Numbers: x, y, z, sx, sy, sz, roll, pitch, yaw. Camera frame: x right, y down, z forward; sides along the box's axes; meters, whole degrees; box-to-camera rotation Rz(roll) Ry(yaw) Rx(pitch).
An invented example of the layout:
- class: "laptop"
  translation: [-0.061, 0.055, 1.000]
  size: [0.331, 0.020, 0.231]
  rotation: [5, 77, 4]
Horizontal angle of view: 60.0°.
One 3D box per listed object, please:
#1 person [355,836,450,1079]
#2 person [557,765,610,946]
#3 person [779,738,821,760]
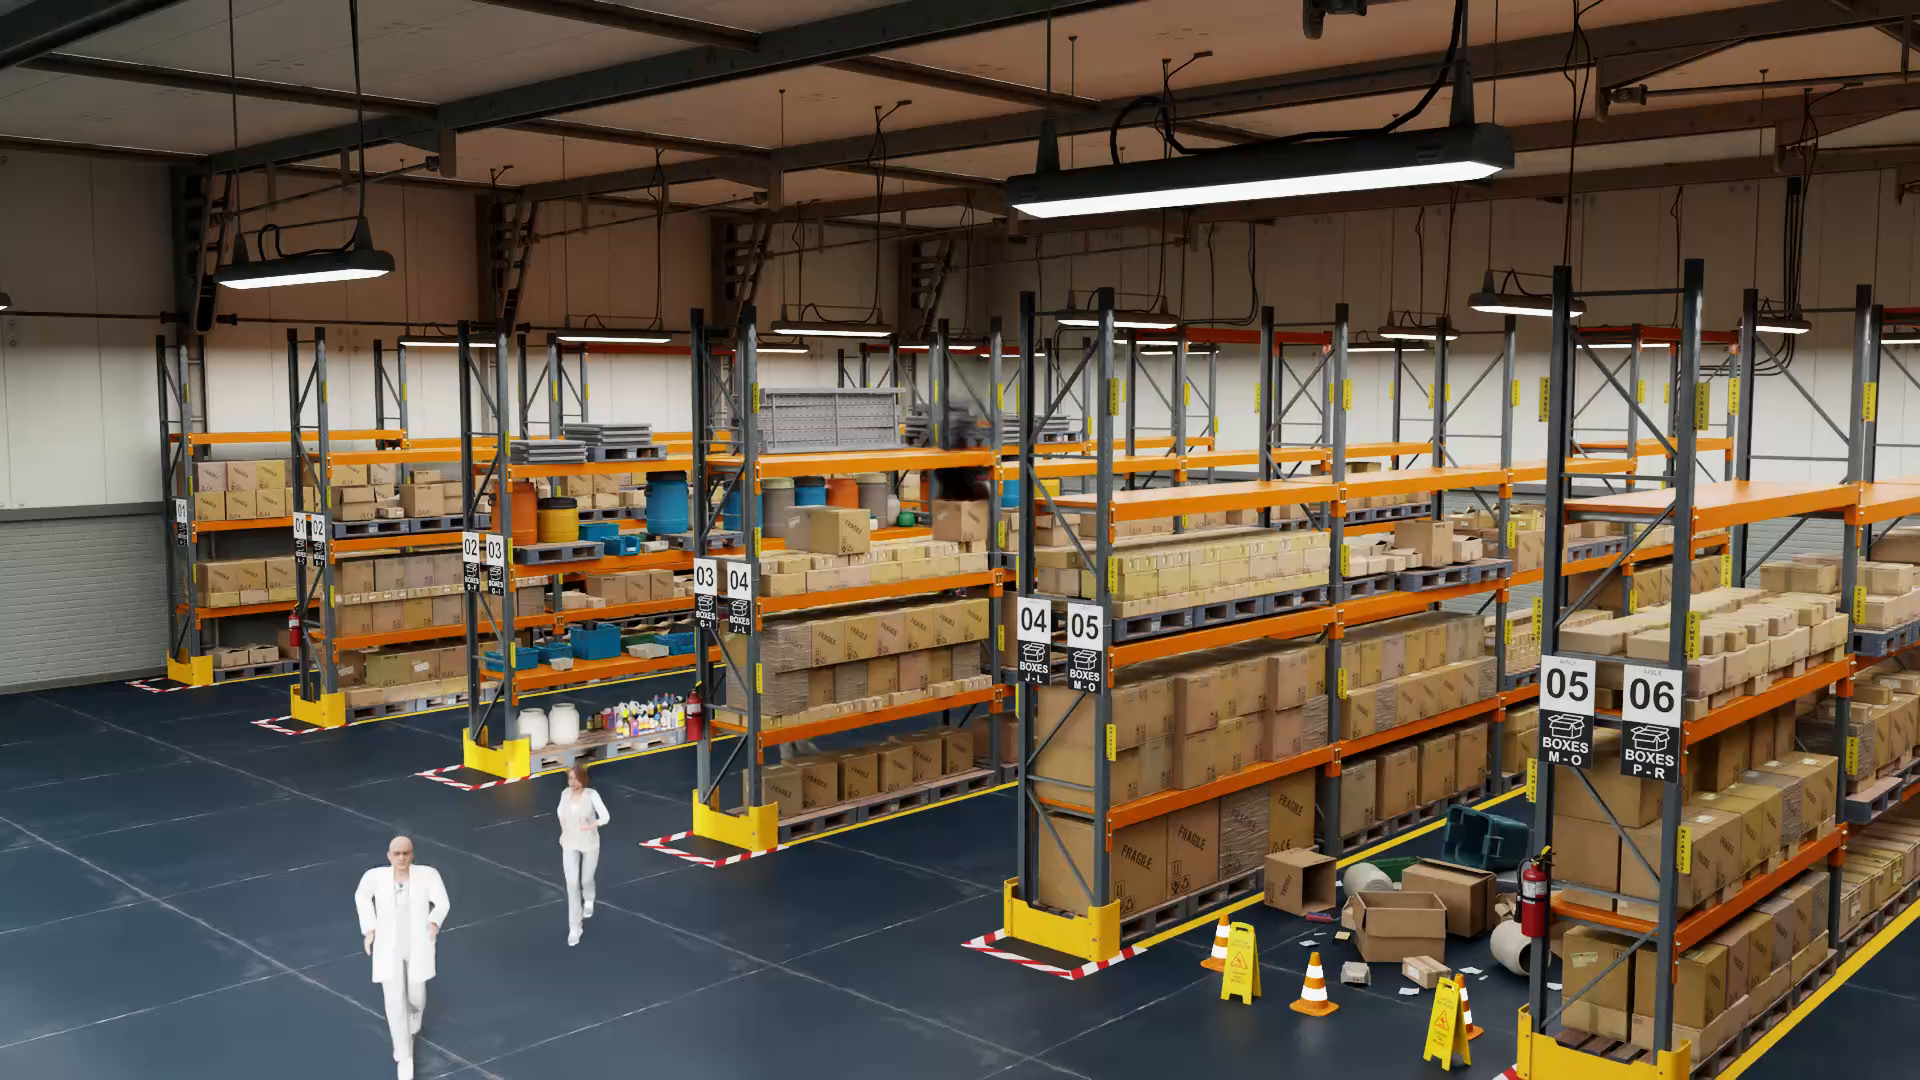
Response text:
- class: "person"
  translation: [-4.246, 3.101, 12.687]
  size: [0.678, 1.773, 1.007]
  rotation: [-2, 6, -19]
- class: "person"
  translation: [-3.545, 2.901, 15.641]
  size: [0.524, 1.613, 0.820]
  rotation: [0, 5, -2]
- class: "person"
  translation: [-2.103, 2.306, 21.593]
  size: [0.617, 1.668, 0.837]
  rotation: [5, 7, 40]
